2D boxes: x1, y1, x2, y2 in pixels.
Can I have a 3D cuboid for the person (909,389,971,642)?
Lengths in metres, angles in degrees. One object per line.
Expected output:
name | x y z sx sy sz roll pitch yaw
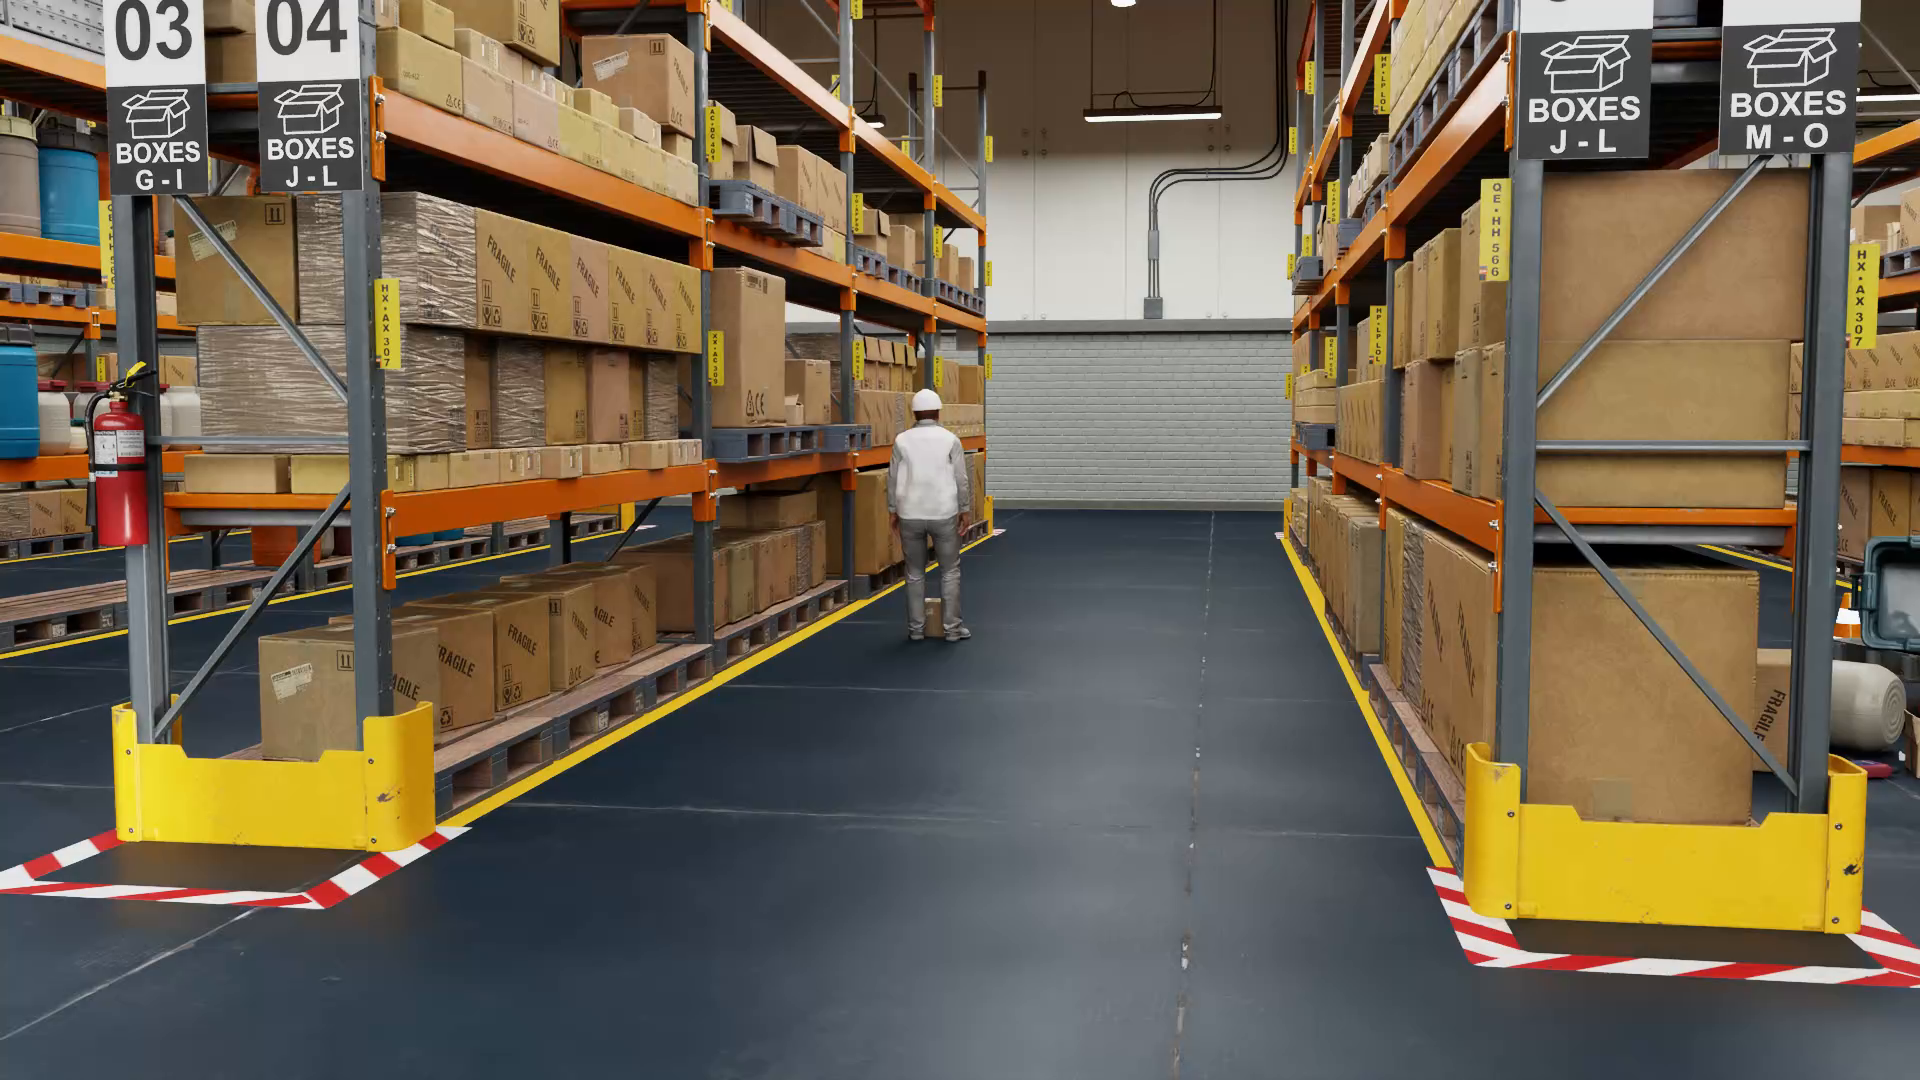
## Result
person | -3.610 -2.224 12.039 7.411 5.808 11.426 1 4 7
